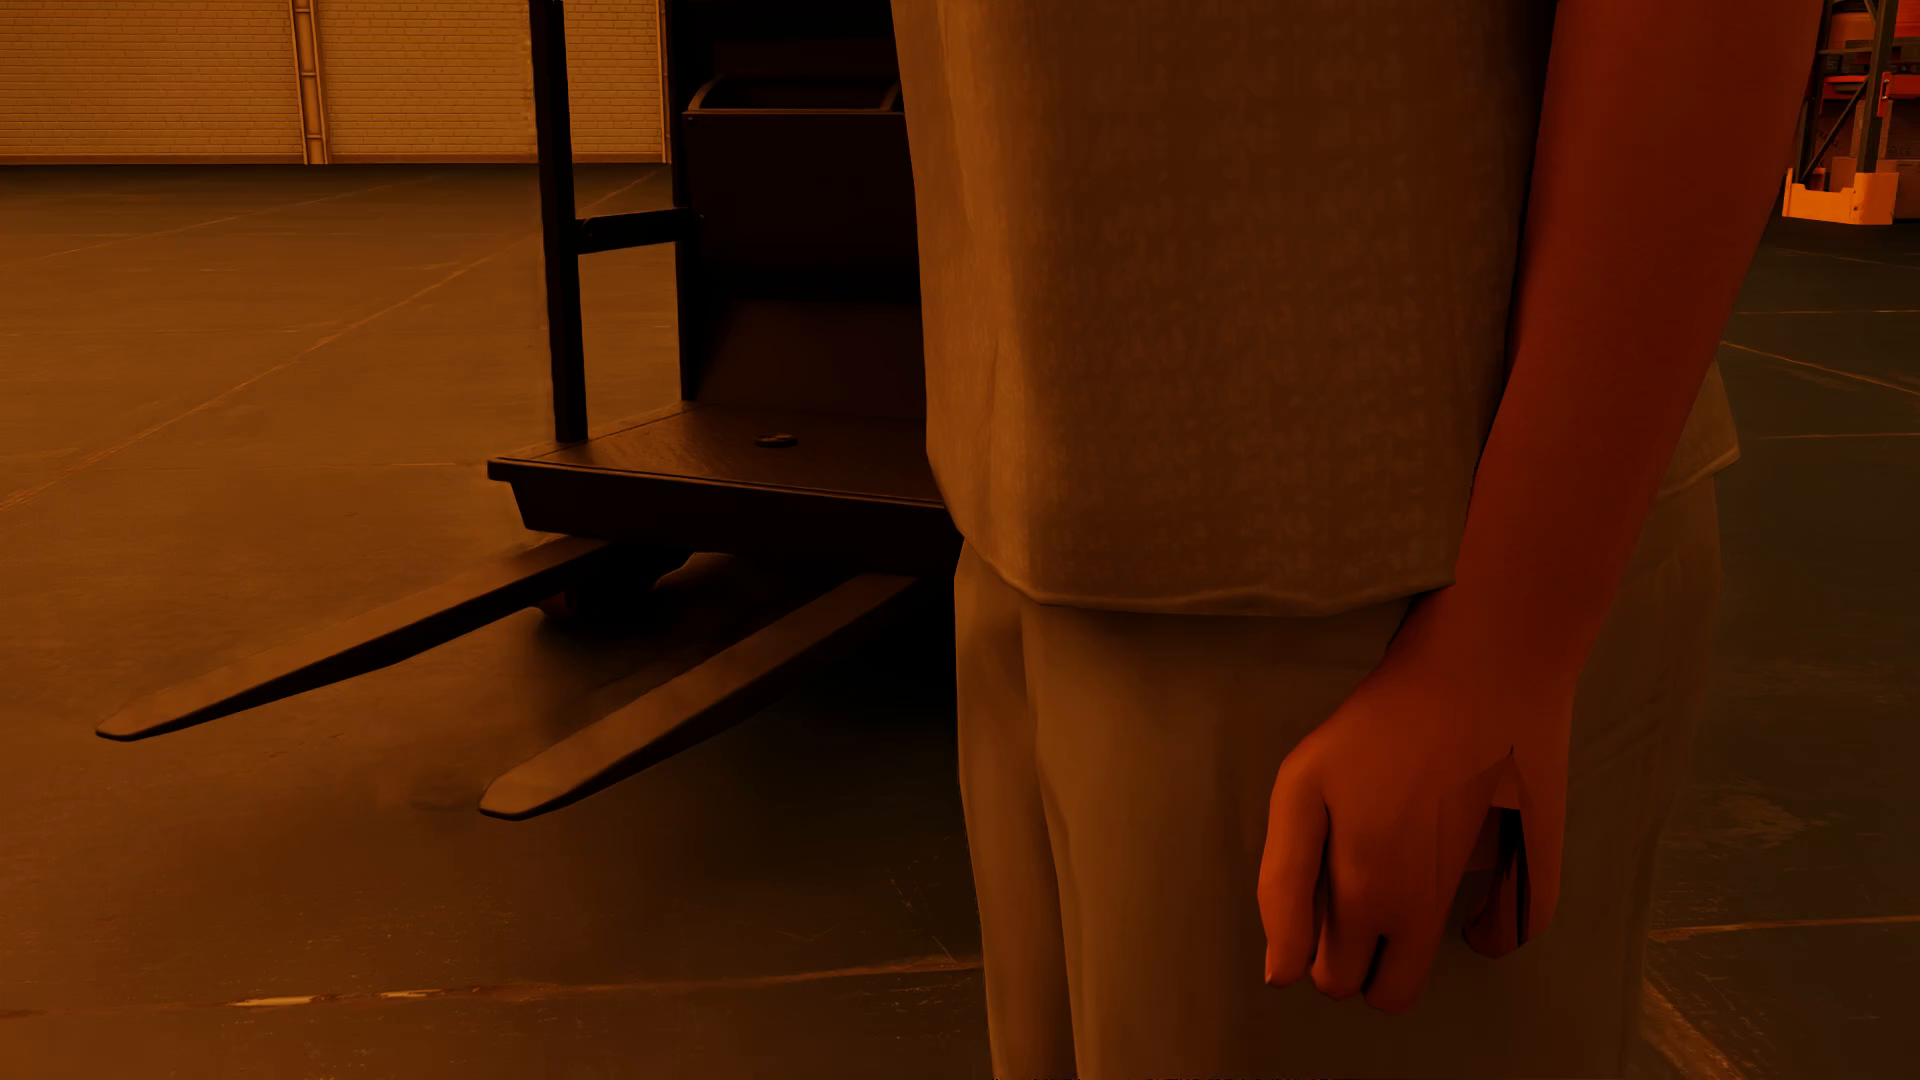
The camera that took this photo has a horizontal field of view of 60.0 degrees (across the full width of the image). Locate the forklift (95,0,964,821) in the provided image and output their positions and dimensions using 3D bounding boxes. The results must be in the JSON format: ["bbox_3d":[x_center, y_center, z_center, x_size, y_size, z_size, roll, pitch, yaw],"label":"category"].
[{"bbox_3d":[-0.203,-1.277,3.027,1.130,2.935,3.031,6,16,23],"label":"forklift"}]
